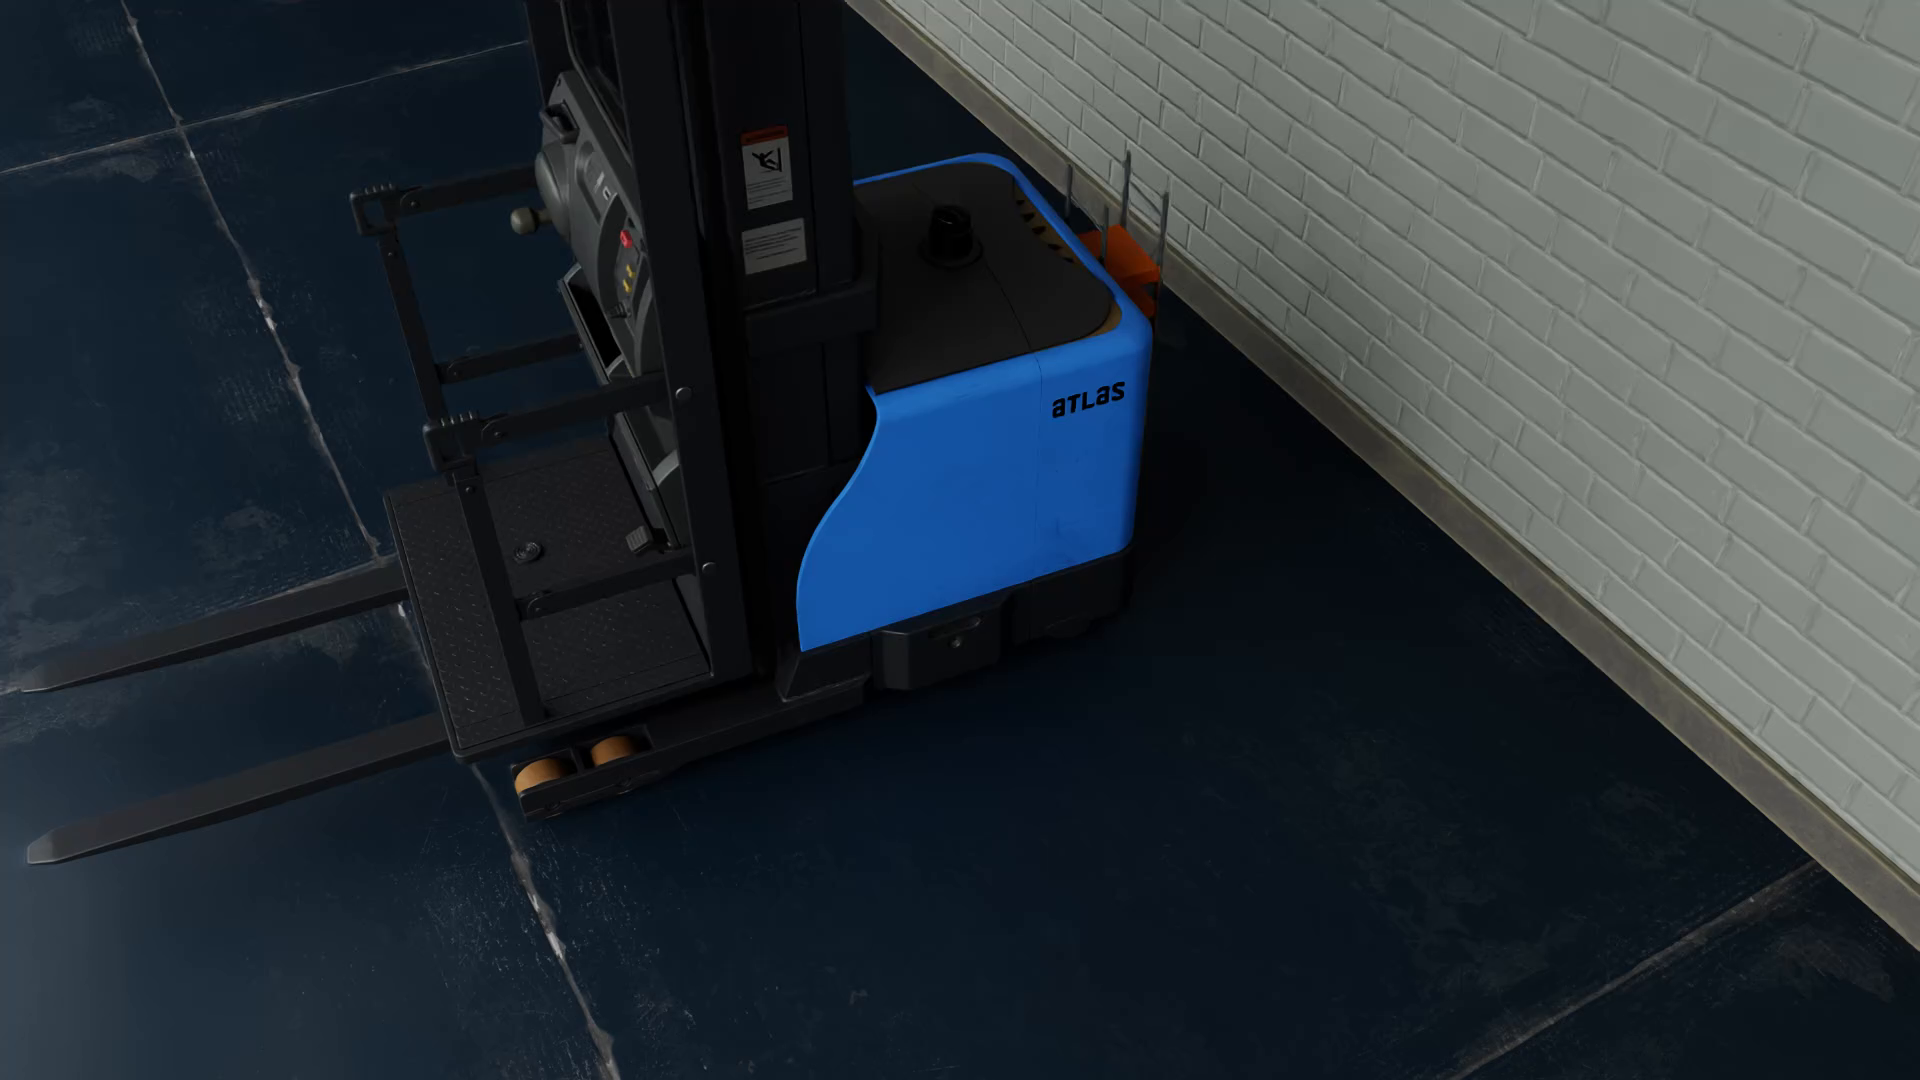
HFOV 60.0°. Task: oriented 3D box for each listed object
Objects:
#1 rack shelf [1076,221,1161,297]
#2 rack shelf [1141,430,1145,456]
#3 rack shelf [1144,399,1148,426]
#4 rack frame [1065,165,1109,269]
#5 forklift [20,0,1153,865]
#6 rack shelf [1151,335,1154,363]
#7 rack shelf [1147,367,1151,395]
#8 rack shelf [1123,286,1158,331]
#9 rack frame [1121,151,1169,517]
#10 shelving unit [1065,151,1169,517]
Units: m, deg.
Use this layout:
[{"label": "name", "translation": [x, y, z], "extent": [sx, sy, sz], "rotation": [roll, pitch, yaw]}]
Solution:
[{"label": "rack shelf", "translation": [0.432, -0.782, 4.742], "extent": [0.180, 0.103, 0.258], "rotation": [-17, 47, -17]}, {"label": "rack shelf", "translation": [0.432, -0.352, 5.159], "extent": [0.180, 0.103, 0.258], "rotation": [-17, 47, -17]}, {"label": "rack shelf", "translation": [0.432, -0.438, 5.076], "extent": [0.180, 0.103, 0.258], "rotation": [-17, 47, -17]}, {"label": "rack frame", "translation": [0.348, -0.530, 4.935], "extent": [0.006, 1.200, 0.240], "rotation": [-17, 47, -17]}, {"label": "forklift", "translation": [-1.047, -0.725, 3.893], "extent": [3.031, 2.935, 1.130], "rotation": [-17, 47, -17]}, {"label": "rack shelf", "translation": [0.432, -0.610, 4.909], "extent": [0.180, 0.103, 0.258], "rotation": [-17, 47, -17]}, {"label": "rack shelf", "translation": [0.432, -0.524, 4.992], "extent": [0.180, 0.103, 0.258], "rotation": [-17, 47, -17]}, {"label": "rack shelf", "translation": [0.432, -0.696, 4.825], "extent": [0.180, 0.103, 0.258], "rotation": [-17, 47, -17]}, {"label": "rack frame", "translation": [0.515, -0.581, 4.988], "extent": [0.006, 1.200, 0.240], "rotation": [-17, 47, -17]}, {"label": "shelving unit", "translation": [0.432, -0.556, 4.961], "extent": [0.189, 1.200, 0.258], "rotation": [-17, 47, -17]}]
